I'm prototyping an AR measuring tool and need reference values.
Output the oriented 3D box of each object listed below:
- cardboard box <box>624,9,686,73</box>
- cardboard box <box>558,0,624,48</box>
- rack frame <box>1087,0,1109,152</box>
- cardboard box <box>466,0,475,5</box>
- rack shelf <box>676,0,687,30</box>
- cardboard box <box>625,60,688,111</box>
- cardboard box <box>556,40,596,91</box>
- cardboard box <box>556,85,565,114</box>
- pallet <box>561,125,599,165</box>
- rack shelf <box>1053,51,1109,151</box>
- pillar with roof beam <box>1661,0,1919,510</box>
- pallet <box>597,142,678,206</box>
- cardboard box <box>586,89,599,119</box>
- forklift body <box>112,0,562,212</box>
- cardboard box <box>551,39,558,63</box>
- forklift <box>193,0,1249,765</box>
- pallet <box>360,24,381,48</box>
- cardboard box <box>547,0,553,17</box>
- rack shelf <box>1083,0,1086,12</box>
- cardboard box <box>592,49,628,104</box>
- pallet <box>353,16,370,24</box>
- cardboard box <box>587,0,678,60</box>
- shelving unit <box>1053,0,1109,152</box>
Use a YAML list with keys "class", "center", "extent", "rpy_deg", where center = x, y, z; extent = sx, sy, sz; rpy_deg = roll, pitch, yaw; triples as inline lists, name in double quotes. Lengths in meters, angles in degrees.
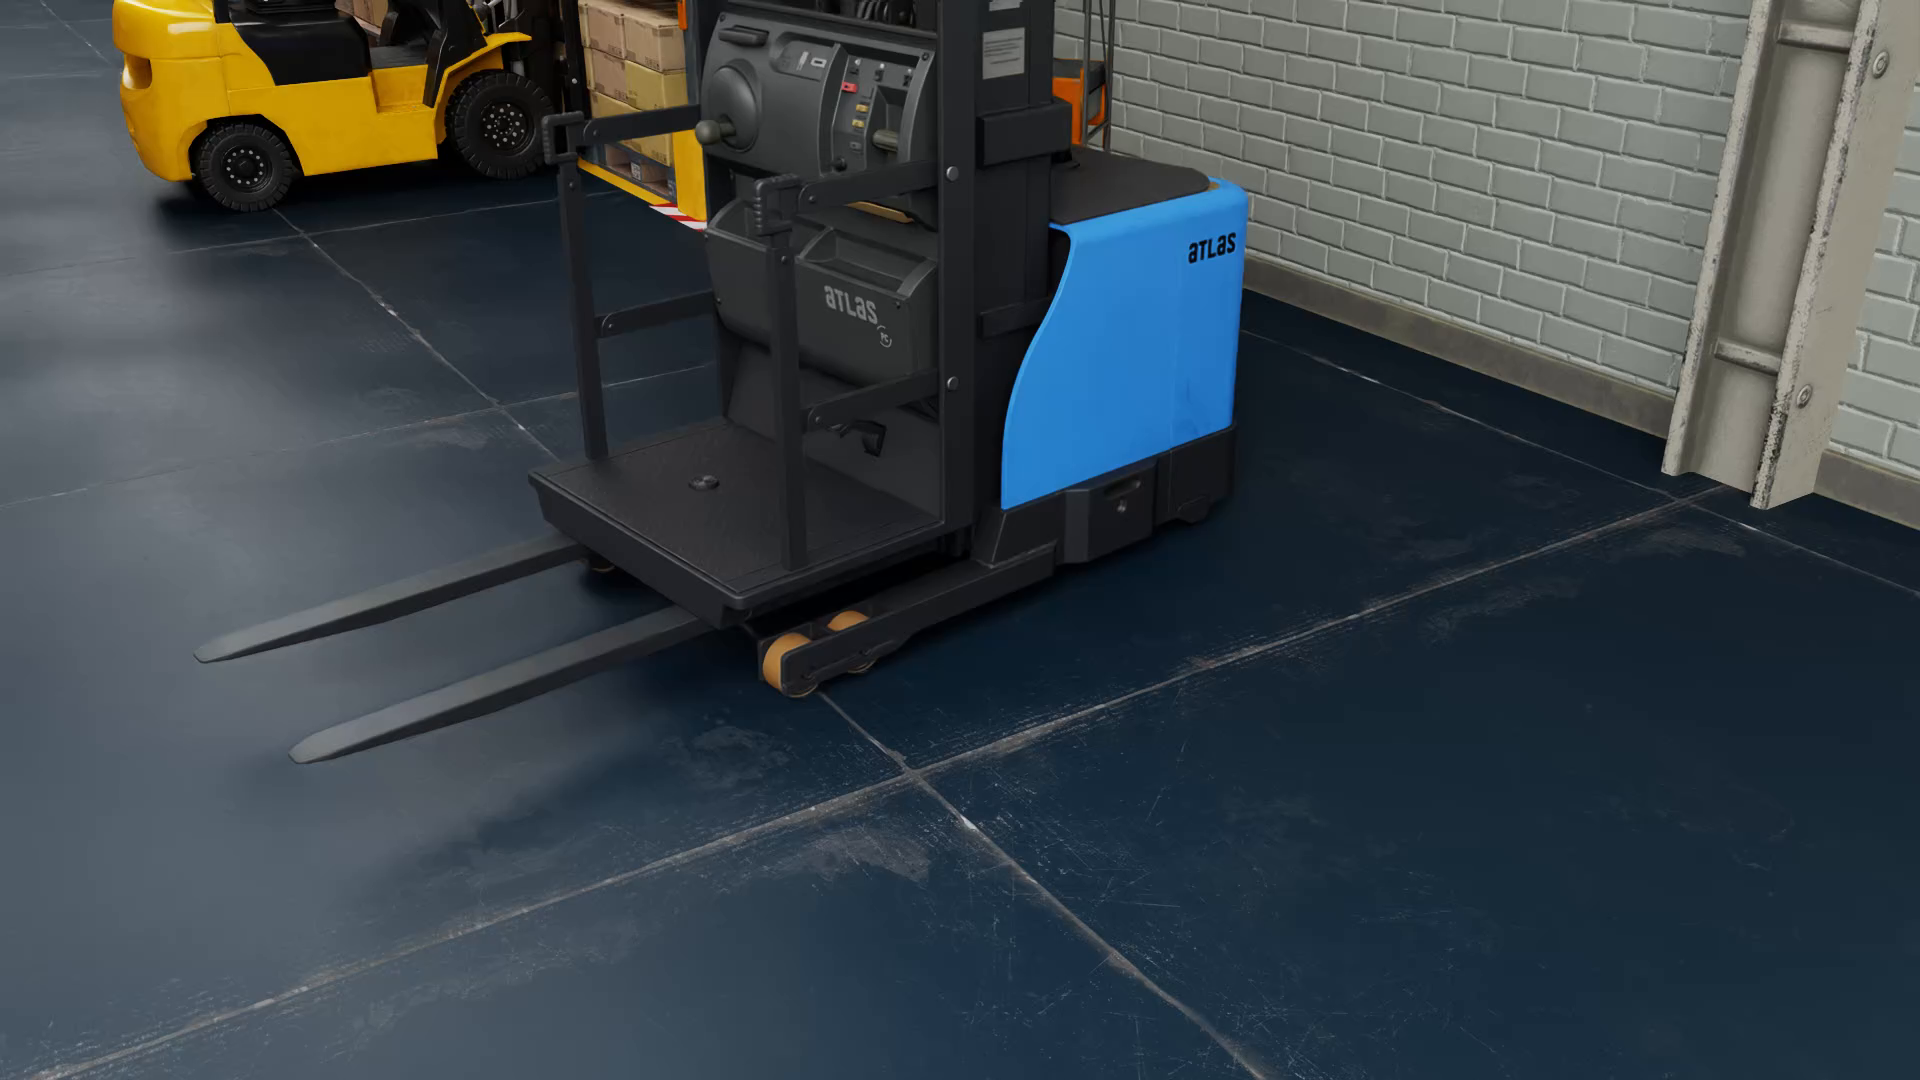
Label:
- class: "cardboard box"
  center: [-1.504, -2.739, 9.095]
  extent: [0.500, 0.250, 0.500]
  rpy_deg: [-14, 29, -28]
- class: "cardboard box"
  center: [-2.071, -3.098, 9.857]
  extent: [0.500, 0.250, 0.500]
  rpy_deg: [-15, 29, -29]
- class: "rack frame"
  center: [0.478, -1.430, 5.819]
  extent: [0.006, 1.831, 0.380]
  rpy_deg: [8, 26, 16]
- class: "cardboard box"
  center: [-3.173, -3.831, 11.410]
  extent: [0.500, 0.250, 0.500]
  rpy_deg: [-16, 30, -30]
- class: "rack shelf"
  center: [-2.083, -3.638, 10.285]
  extent: [1.077, 0.370, 4.000]
  rpy_deg: [-16, 29, -30]
- class: "cardboard box"
  center: [-1.519, -2.522, 9.222]
  extent: [0.500, 0.250, 0.500]
  rpy_deg: [-16, 30, -30]
- class: "cardboard box"
  center: [-2.083, -2.883, 9.988]
  extent: [0.500, 0.250, 0.500]
  rpy_deg: [-16, 30, -31]
- class: "cardboard box"
  center: [-2.344, -2.831, 10.461]
  extent: [0.500, 0.250, 0.500]
  rpy_deg: [-15, 29, -28]
- class: "pallet"
  center: [-2.105, -2.687, 10.694]
  extent: [1.003, 0.211, 1.213]
  rpy_deg: [-16, 29, -30]
- class: "rack shelf"
  center: [0.245, -1.448, 5.891]
  extent: [0.480, 0.518, 0.431]
  rpy_deg: [8, 26, 16]
- class: "pillar with roof beam"
  center: [-0.947, -3.271, 1.637]
  extent: [9.100, 9.000, 0.400]
  rpy_deg: [-16, 29, -30]
- class: "pallet"
  center: [-1.444, -2.251, 9.771]
  extent: [1.003, 0.211, 1.213]
  rpy_deg: [-16, 29, -30]
- class: "cardboard box"
  center: [-2.041, -2.650, 10.079]
  extent: [0.500, 0.250, 0.500]
  rpy_deg: [-15, 29, -29]
- class: "forklift body"
  center: [-3.555, -3.117, 9.334]
  extent: [2.313, 2.155, 1.214]
  rpy_deg: [-16, 29, -30]
- class: "cardboard box"
  center: [-2.353, -3.063, 10.369]
  extent: [0.500, 0.250, 0.500]
  rpy_deg: [-16, 29, -30]
- class: "forklift"
  center: [-0.392, -1.223, 4.408]
  extent: [3.457, 2.935, 1.130]
  rpy_deg: [-21, 32, -37]
- class: "pallet"
  center: [-4.280, -4.109, 13.707]
  extent: [1.003, 0.211, 1.213]
  rpy_deg: [-16, 29, -30]
- class: "cardboard box"
  center: [-2.341, -3.281, 10.244]
  extent: [0.500, 0.250, 0.500]
  rpy_deg: [-16, 30, -31]
- class: "rack shelf"
  center: [0.245, -2.081, 5.592]
  extent: [0.480, 0.518, 0.431]
  rpy_deg: [8, 26, 16]
- class: "cardboard box"
  center: [-1.783, -2.704, 9.607]
  extent: [0.500, 0.250, 0.500]
  rpy_deg: [-16, 30, -30]
- class: "pallet"
  center: [-4.941, -4.545, 14.630]
  extent: [1.003, 0.211, 1.213]
  rpy_deg: [-16, 29, -30]
- class: "cardboard box"
  center: [-1.787, -2.920, 9.479]
  extent: [0.500, 0.250, 0.500]
  rpy_deg: [-15, 29, -29]
- class: "shelving unit"
  center: [0.242, -1.461, 5.885]
  extent: [0.499, 2.100, 0.431]
  rpy_deg: [8, 26, 16]
